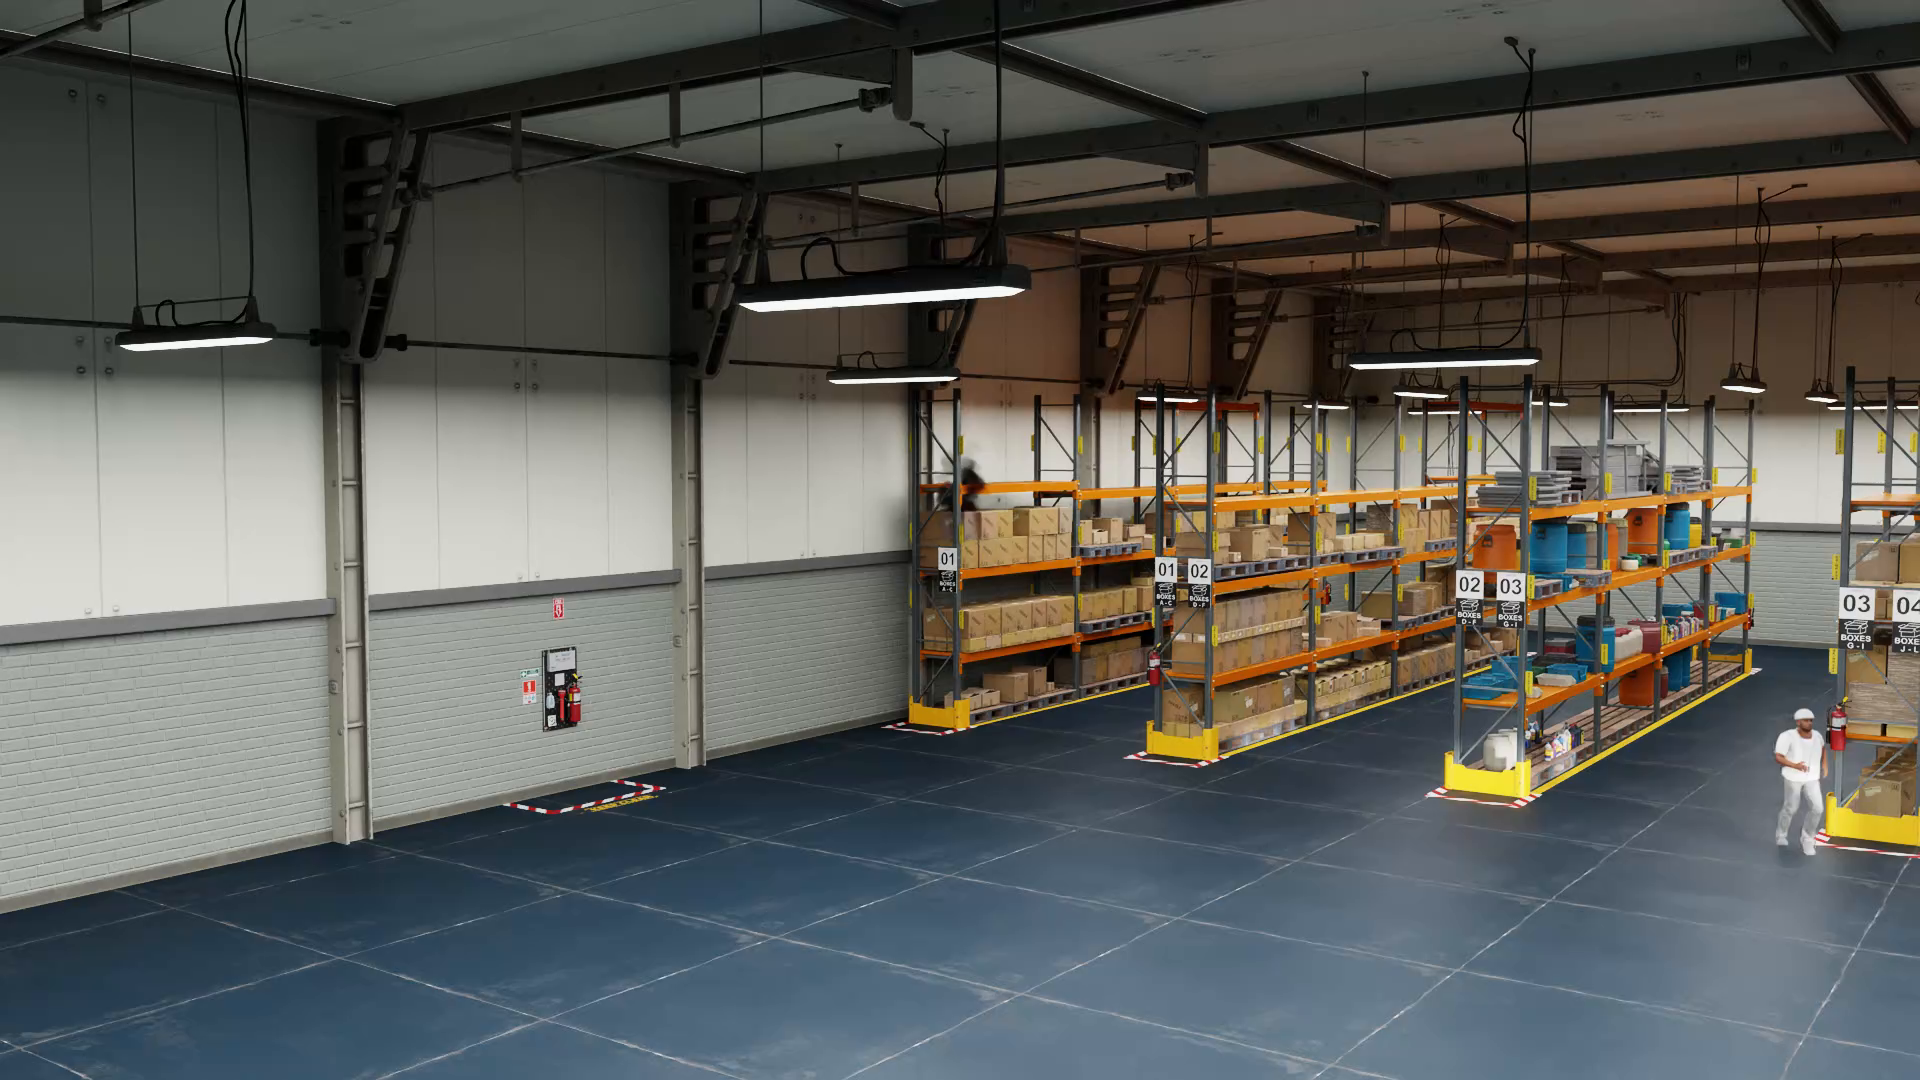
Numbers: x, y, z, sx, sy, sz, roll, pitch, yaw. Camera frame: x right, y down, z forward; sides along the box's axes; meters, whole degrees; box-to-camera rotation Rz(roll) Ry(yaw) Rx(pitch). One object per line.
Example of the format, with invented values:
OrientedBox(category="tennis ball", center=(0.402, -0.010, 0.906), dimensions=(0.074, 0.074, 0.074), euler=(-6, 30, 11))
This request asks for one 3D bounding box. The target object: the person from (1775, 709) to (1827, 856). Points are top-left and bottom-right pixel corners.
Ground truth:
OrientedBox(category="person", center=(10.364, 2.972, 20.425), dimensions=(0.738, 1.817, 0.715), euler=(0, 3, -1))
